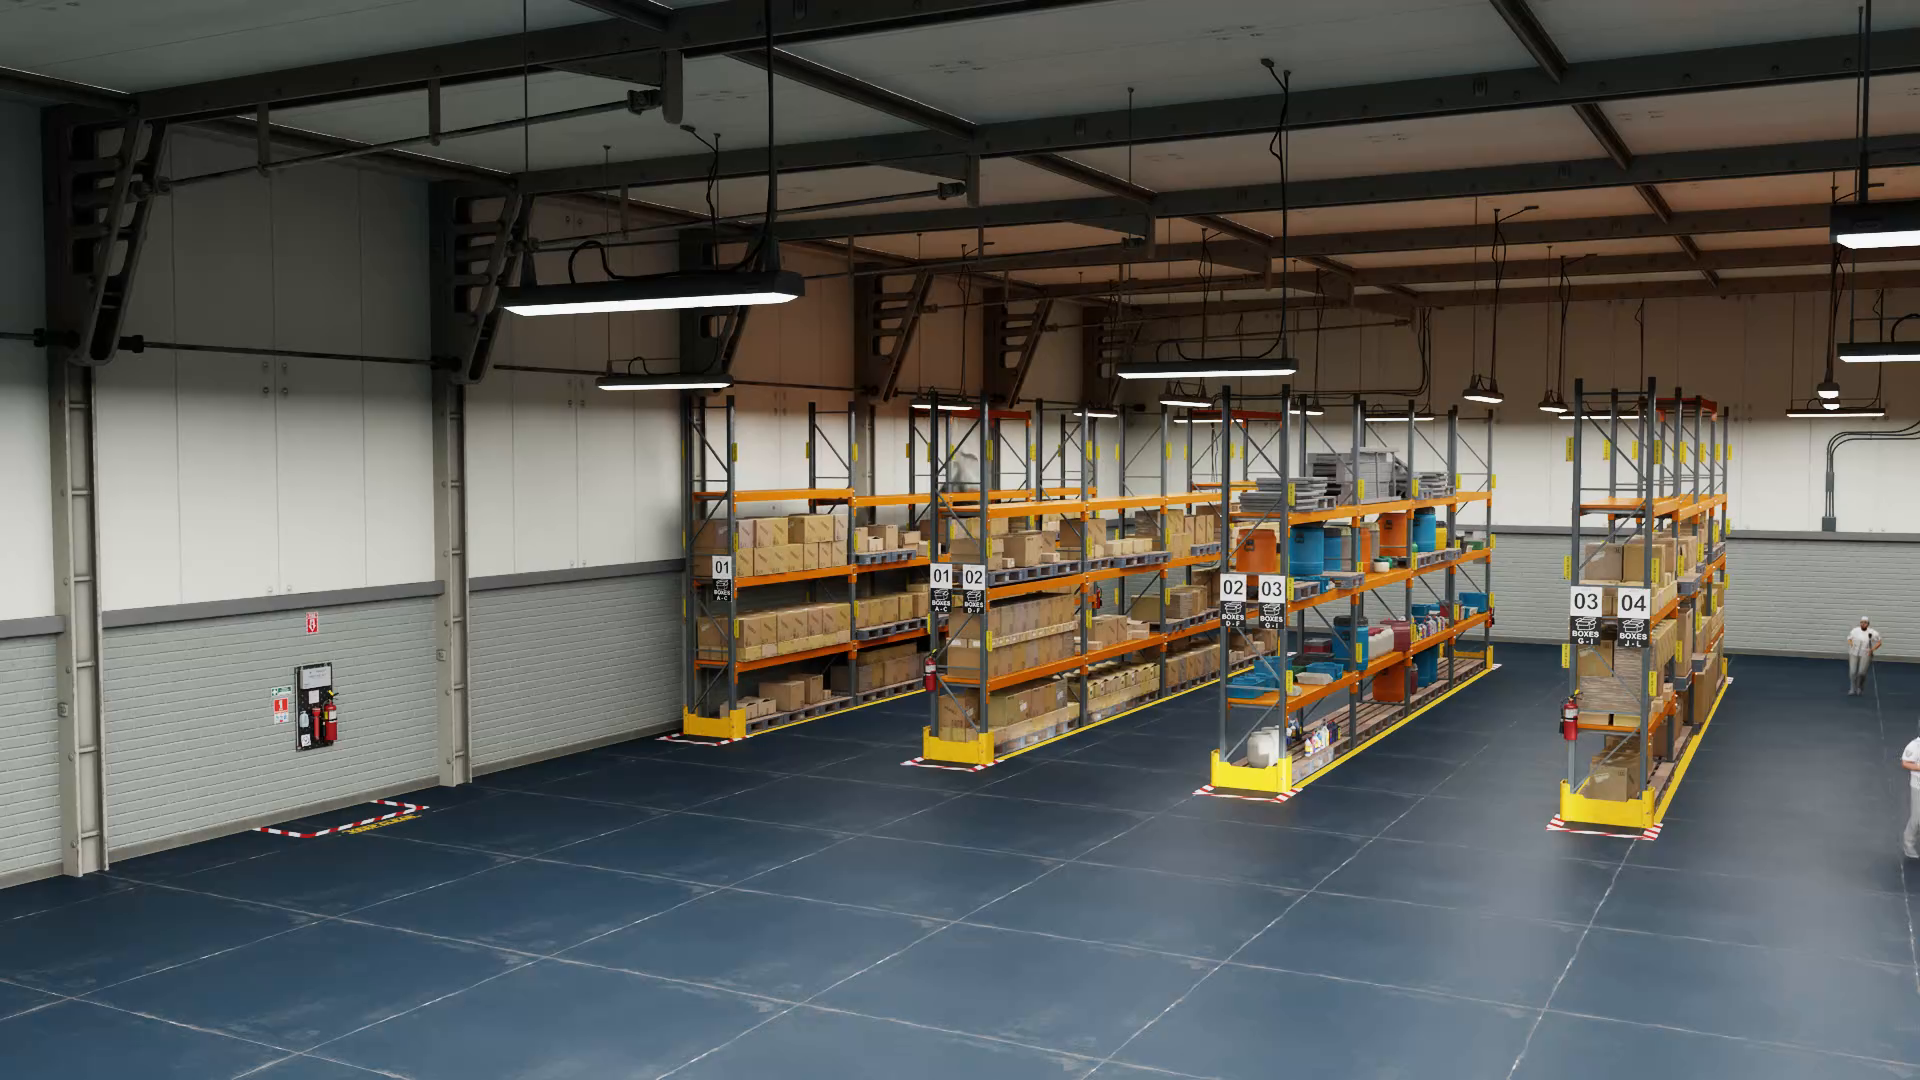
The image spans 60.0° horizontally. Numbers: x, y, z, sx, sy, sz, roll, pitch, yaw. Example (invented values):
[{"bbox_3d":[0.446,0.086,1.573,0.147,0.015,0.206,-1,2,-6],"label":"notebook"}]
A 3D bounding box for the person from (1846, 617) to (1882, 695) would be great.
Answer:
[{"bbox_3d":[18.559,2.393,34.214,0.614,1.633,0.603,3,4,41],"label":"person"}]

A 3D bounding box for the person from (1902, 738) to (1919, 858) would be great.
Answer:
[{"bbox_3d":[11.758,3.058,20.184,0.653,1.867,0.739,0,3,6],"label":"person"}]
